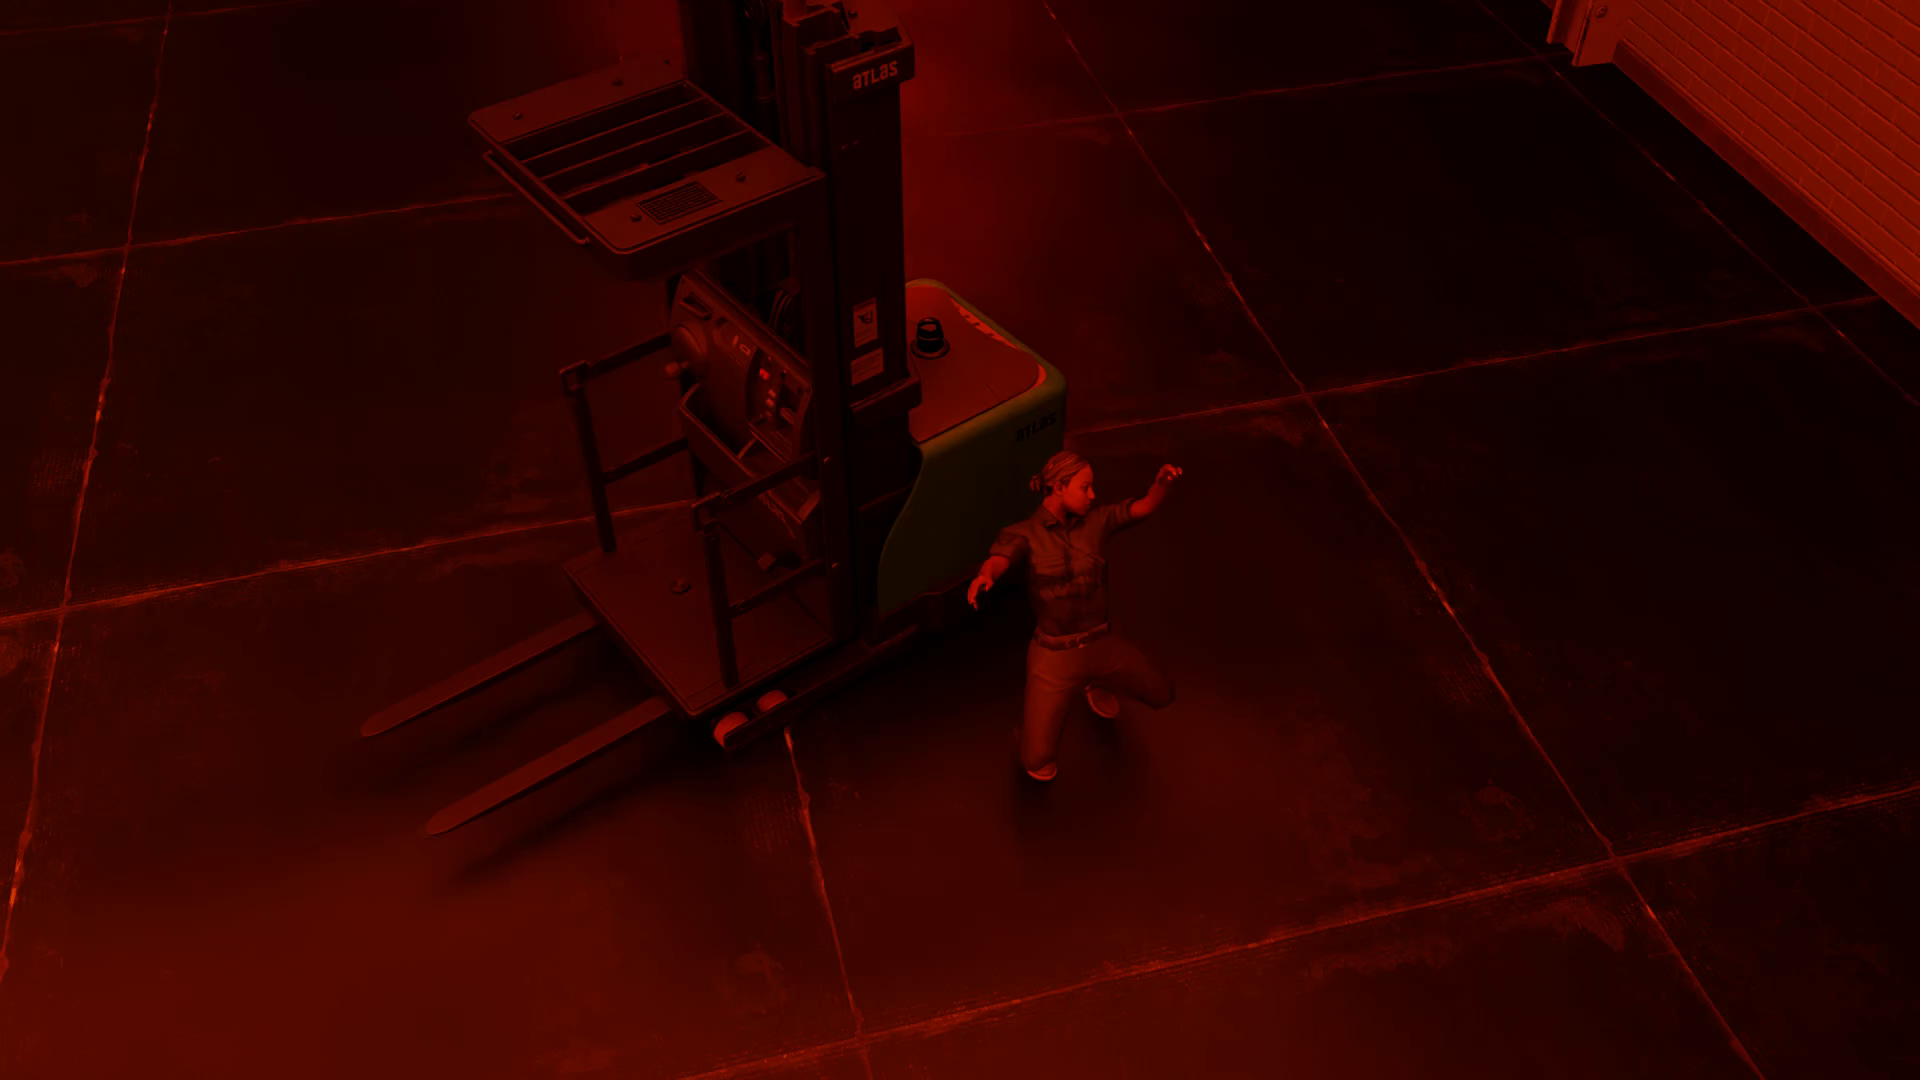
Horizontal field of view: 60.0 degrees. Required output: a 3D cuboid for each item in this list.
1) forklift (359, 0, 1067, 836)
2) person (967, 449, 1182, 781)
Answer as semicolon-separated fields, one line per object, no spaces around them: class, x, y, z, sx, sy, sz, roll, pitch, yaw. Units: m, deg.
forklift;-1.009;-0.606;6.287;3.031;2.935;1.130;-28;50;-27
person;0.317;0.313;6.273;0.942;1.587;0.641;-22;48;-22
